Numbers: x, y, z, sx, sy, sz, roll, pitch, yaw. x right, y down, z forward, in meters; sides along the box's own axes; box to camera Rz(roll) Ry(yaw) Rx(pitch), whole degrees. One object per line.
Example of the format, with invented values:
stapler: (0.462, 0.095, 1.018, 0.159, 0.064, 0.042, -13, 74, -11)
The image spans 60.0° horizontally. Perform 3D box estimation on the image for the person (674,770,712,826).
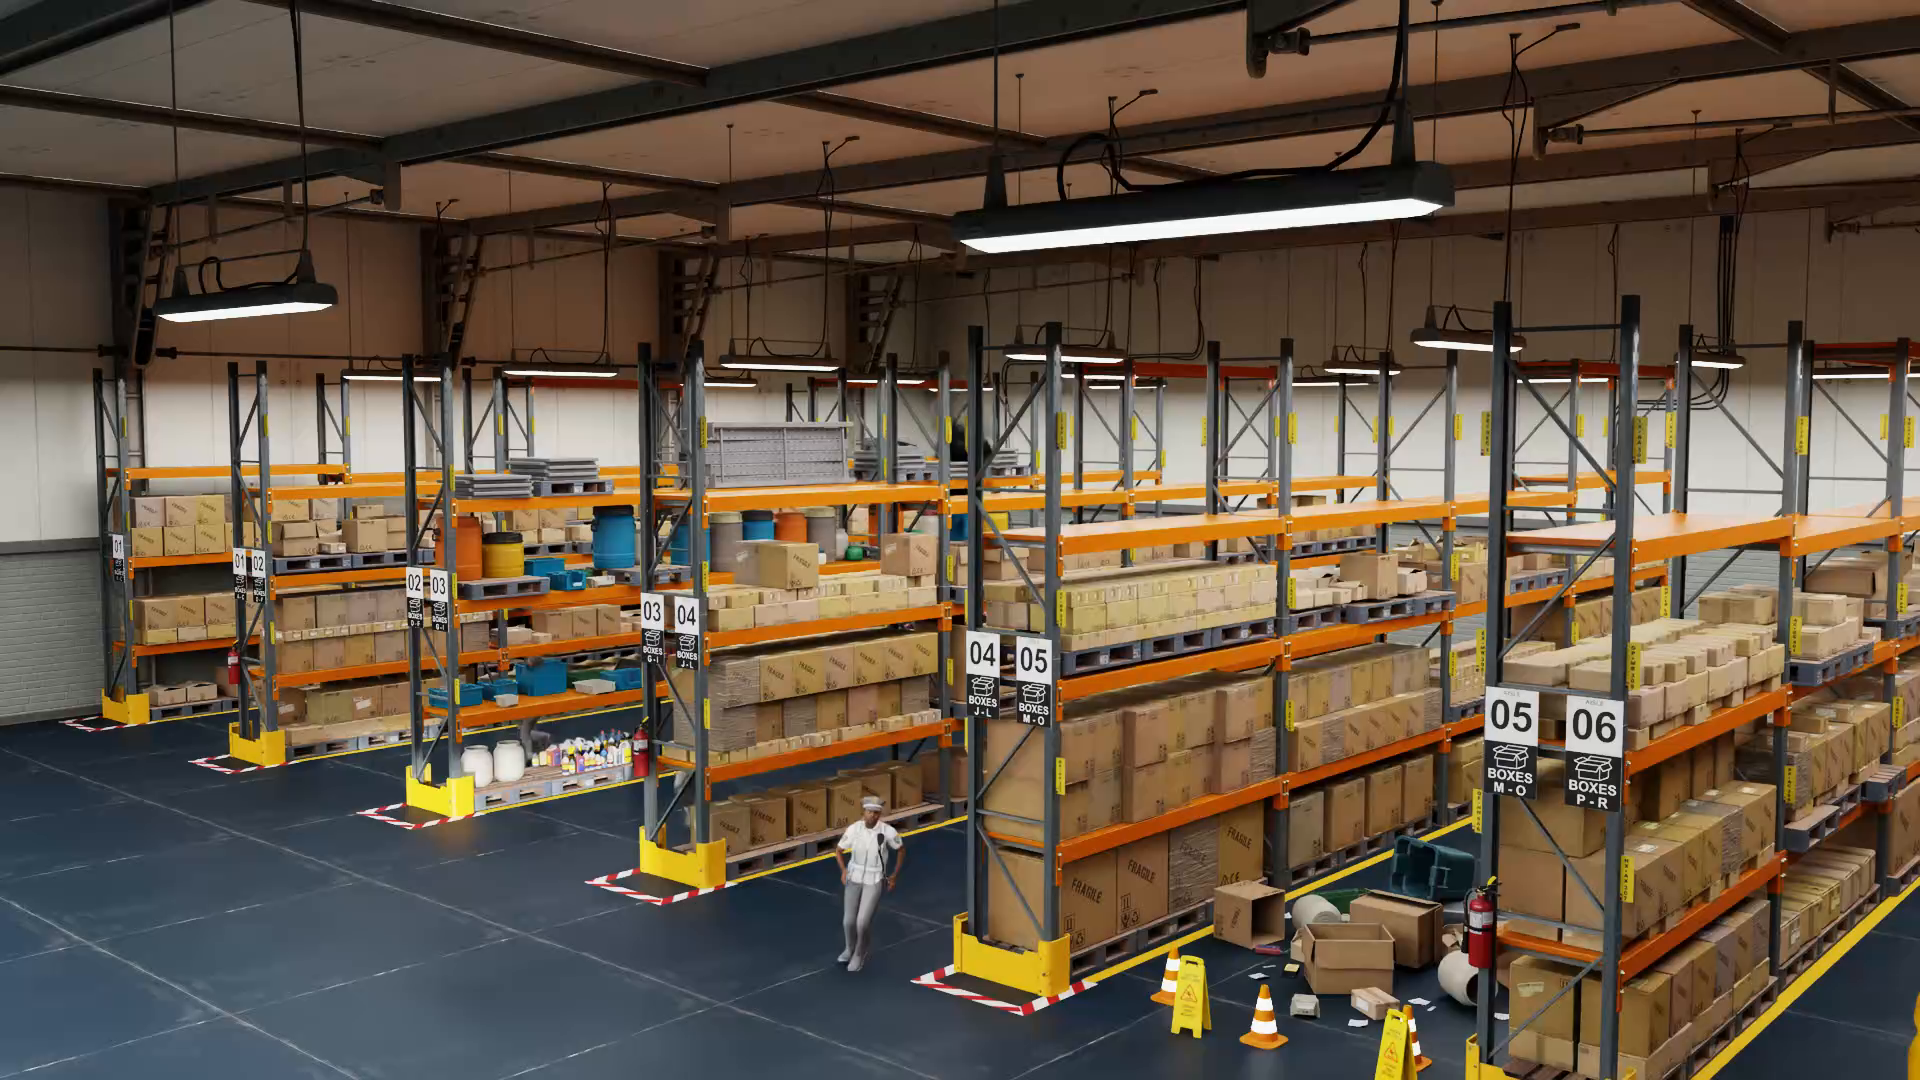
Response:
person: (-3.334, 2.740, 20.925, 0.644, 1.751, 0.642, 2, 5, 22)

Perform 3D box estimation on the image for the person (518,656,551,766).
person: (-6.357, 2.547, 24.831, 0.584, 1.628, 0.668, 4, 5, 40)

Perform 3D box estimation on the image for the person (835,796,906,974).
person: (-0.866, 3.203, 15.526, 0.648, 1.671, 0.622, 1, 4, 12)
